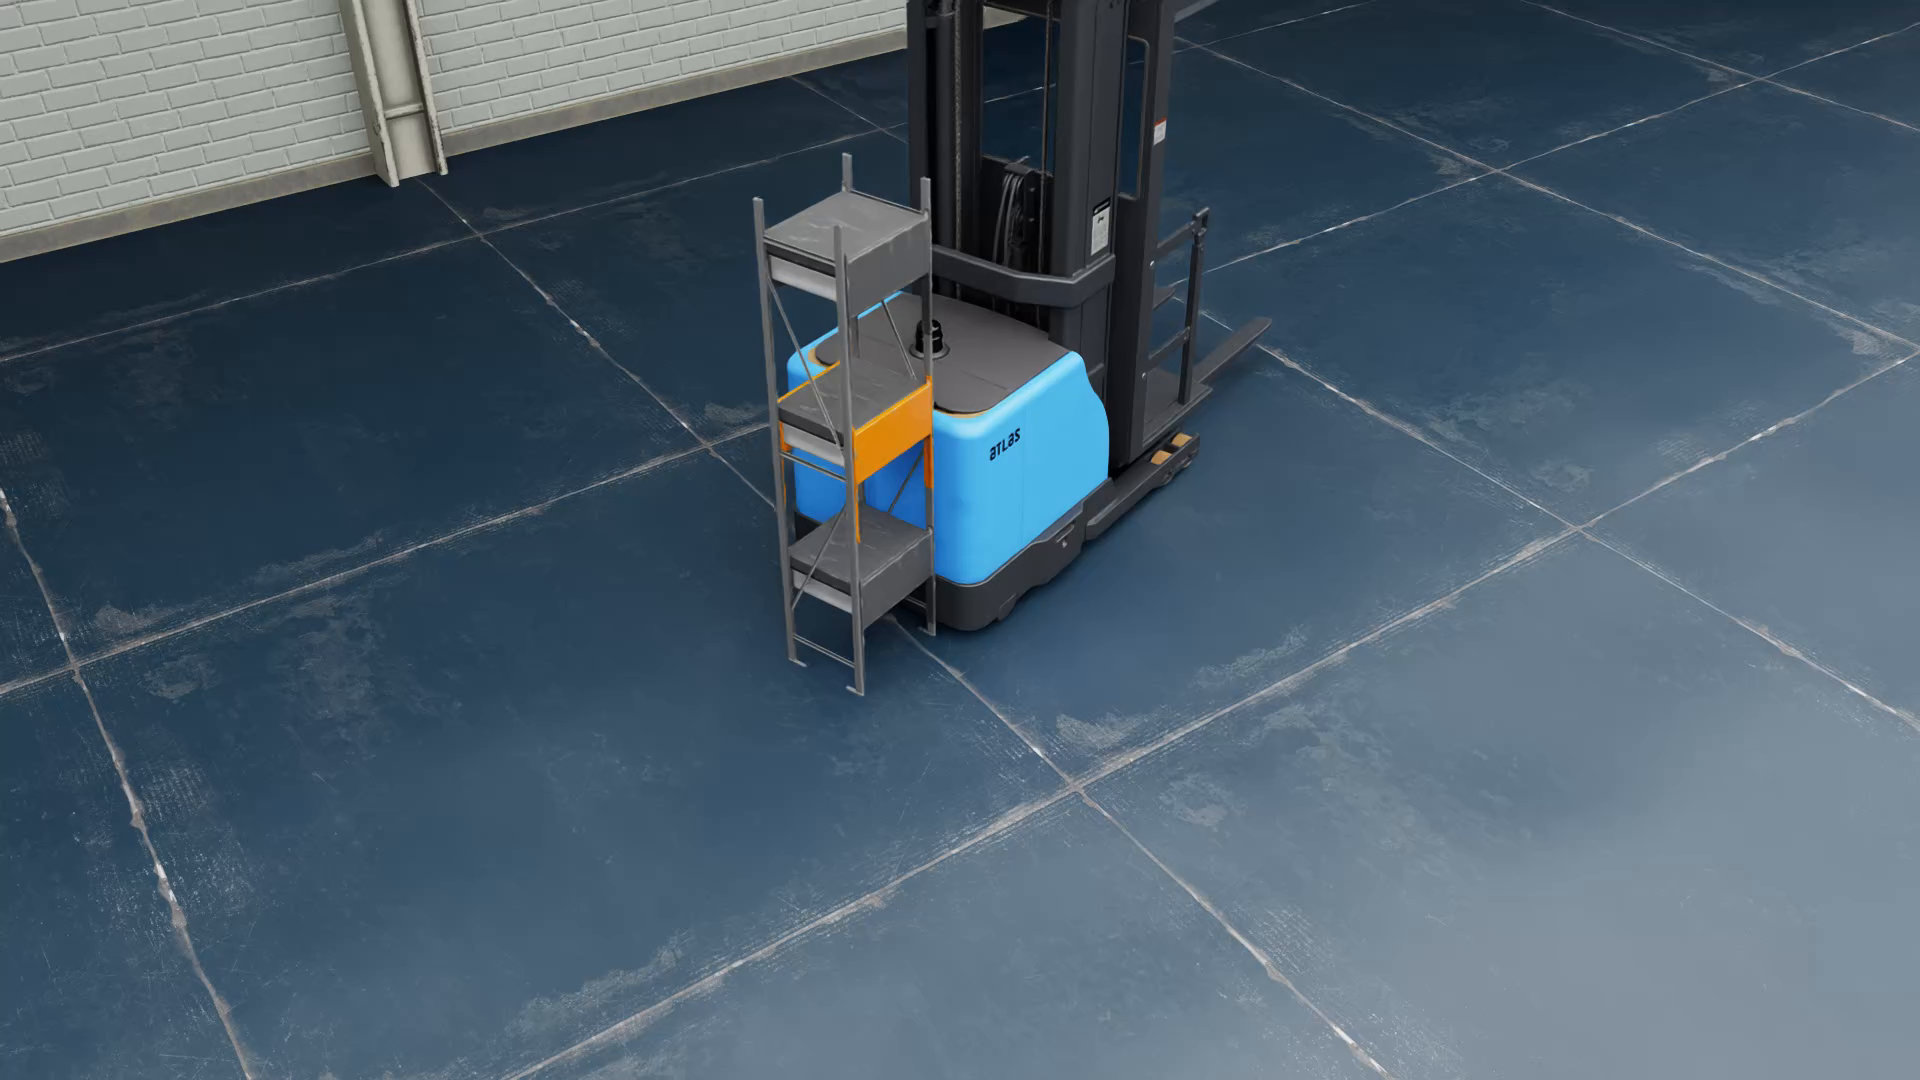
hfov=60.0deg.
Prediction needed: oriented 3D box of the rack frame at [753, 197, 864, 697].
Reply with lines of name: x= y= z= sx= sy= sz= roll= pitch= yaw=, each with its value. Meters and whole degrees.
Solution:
rack frame: x=-0.560 y=-0.276 z=6.335 sx=0.400 sy=2.100 sz=0.015 roll=23 pitch=42 yaw=29

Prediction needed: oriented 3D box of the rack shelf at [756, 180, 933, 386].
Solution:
rack shelf: x=-0.415 y=-0.948 z=6.094 sx=0.431 sy=0.518 sz=0.480 roll=23 pitch=42 yaw=29

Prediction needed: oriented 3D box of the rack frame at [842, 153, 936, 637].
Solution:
rack frame: x=-0.270 y=-0.505 z=6.655 sx=0.400 sy=2.100 sz=0.015 roll=23 pitch=42 yaw=29

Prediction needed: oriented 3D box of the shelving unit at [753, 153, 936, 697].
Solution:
shelving unit: x=-0.415 y=-0.391 z=6.495 sx=0.431 sy=2.100 sz=0.503 roll=23 pitch=42 yaw=29

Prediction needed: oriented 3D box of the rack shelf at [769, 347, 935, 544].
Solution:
rack shelf: x=-0.415 y=-0.380 z=6.503 sx=0.431 sy=0.518 sz=0.480 roll=23 pitch=42 yaw=29

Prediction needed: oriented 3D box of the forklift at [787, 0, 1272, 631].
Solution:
forklift: x=0.532 y=-1.612 z=7.481 sx=1.130 sy=2.935 sz=3.031 roll=23 pitch=42 yaw=29

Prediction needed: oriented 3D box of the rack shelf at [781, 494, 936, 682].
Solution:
rack shelf: x=-0.415 y=0.189 z=6.912 sx=0.431 sy=0.518 sz=0.480 roll=23 pitch=42 yaw=29

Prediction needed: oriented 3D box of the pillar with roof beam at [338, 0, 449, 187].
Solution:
pillar with roof beam: x=-1.206 y=-4.070 z=5.702 sx=0.400 sy=9.000 sz=9.100 roll=-22 pitch=41 yaw=-28
